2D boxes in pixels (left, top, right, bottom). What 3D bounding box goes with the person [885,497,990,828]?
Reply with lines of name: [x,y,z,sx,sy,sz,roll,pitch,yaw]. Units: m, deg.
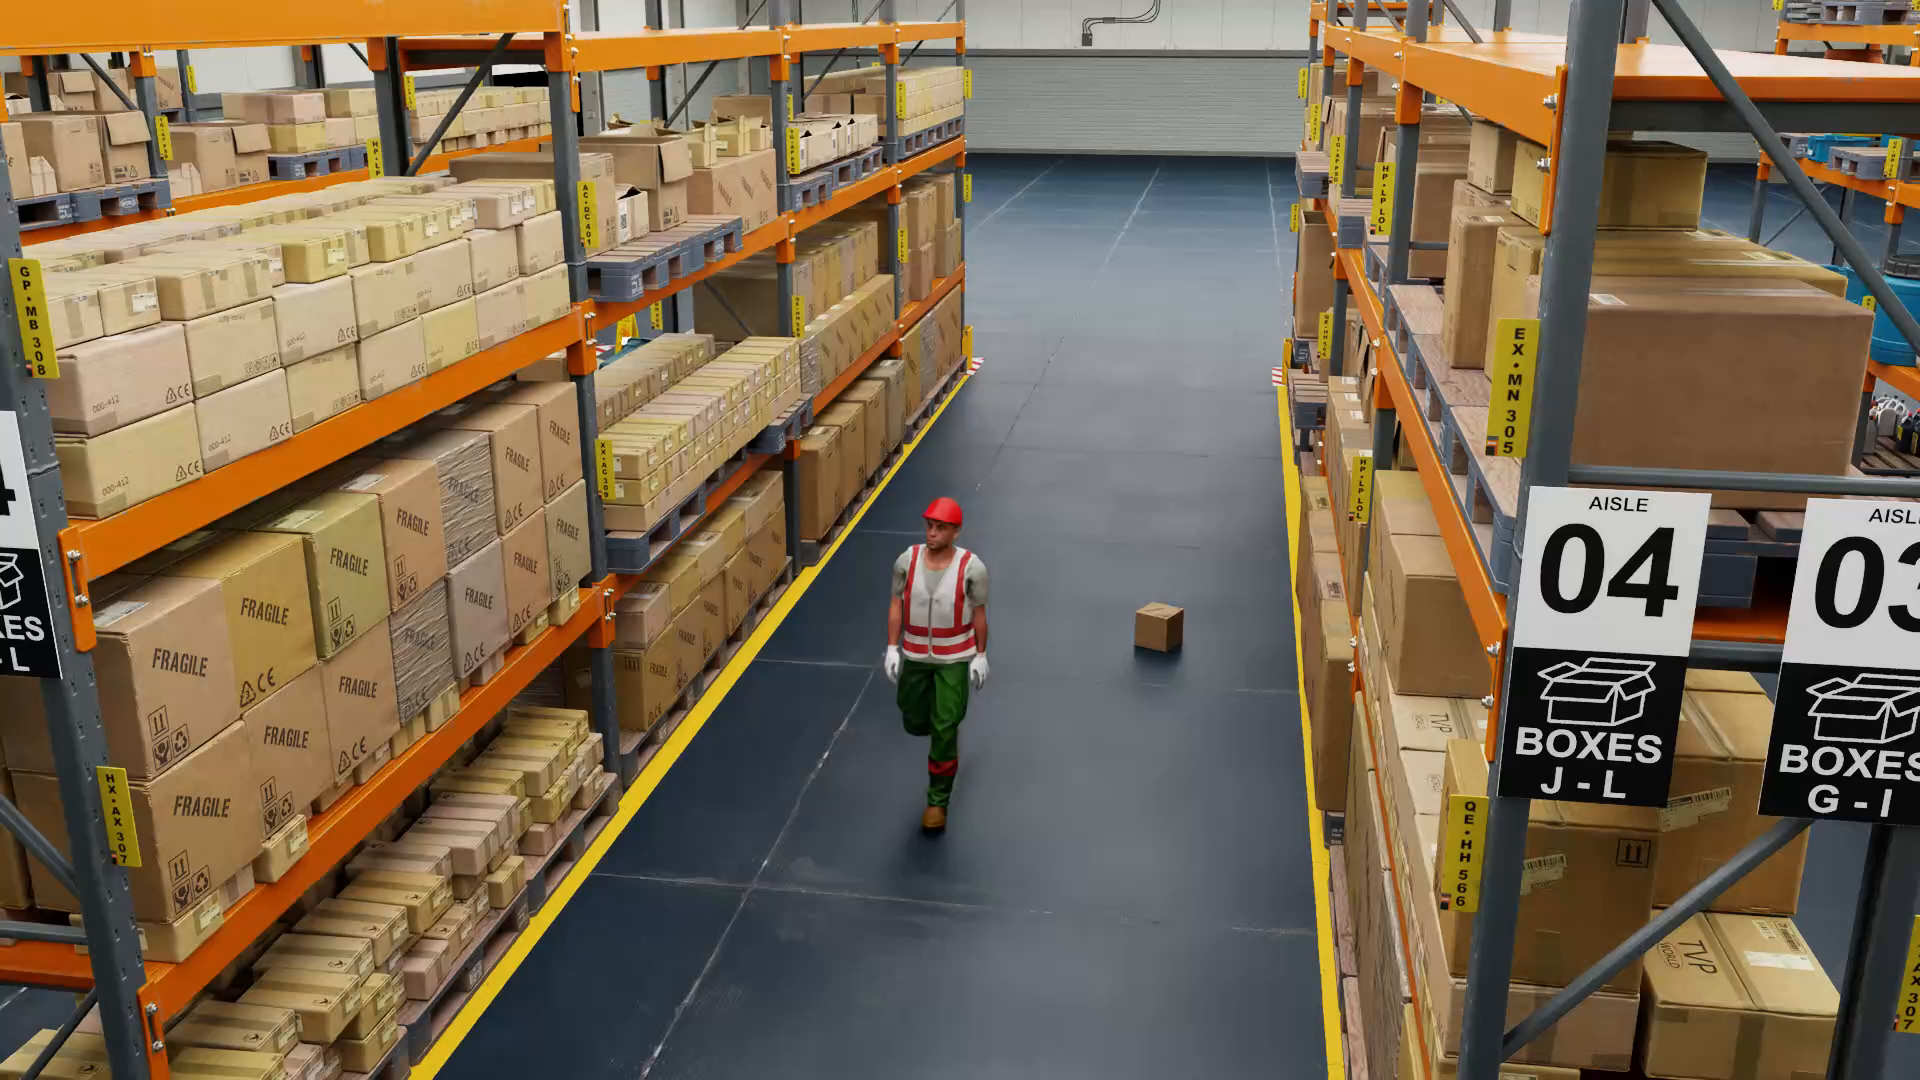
person: [-0.118,0.614,9.061,0.560,1.768,0.838,5,18,16]
